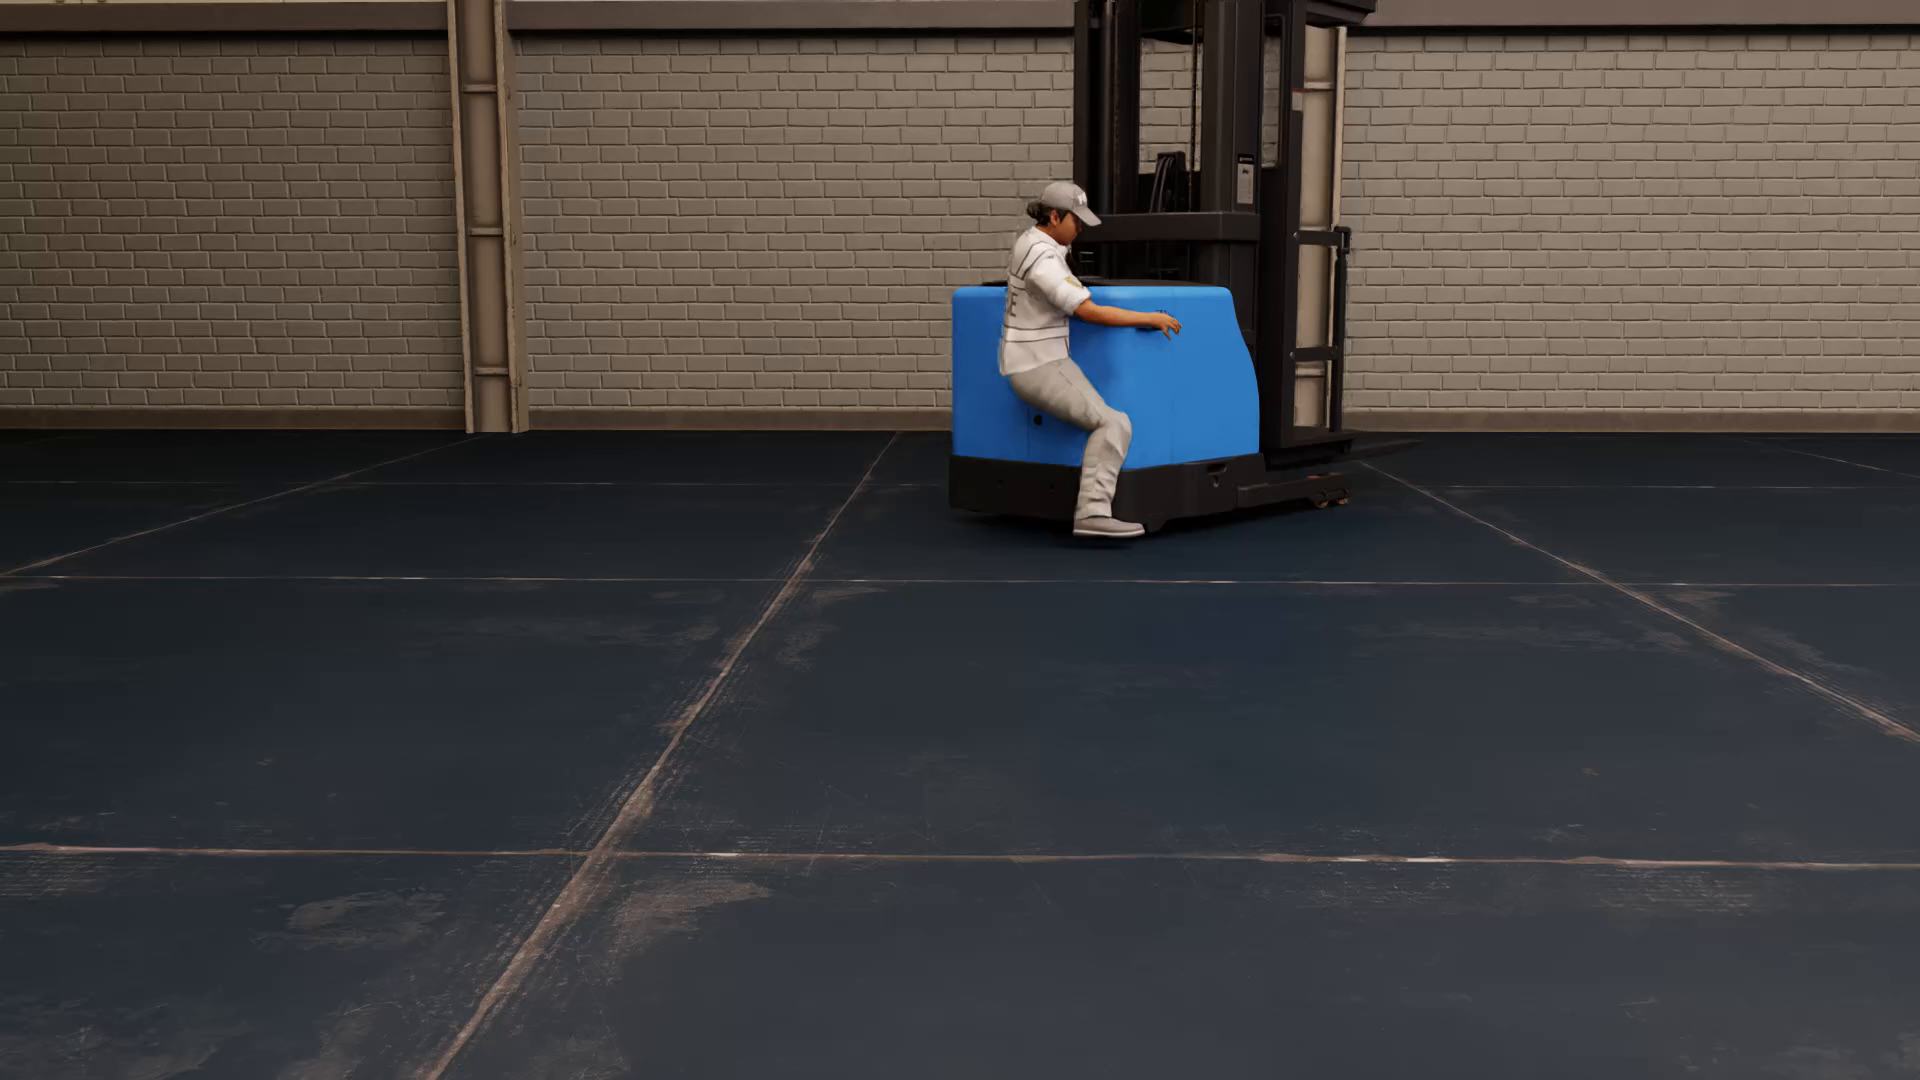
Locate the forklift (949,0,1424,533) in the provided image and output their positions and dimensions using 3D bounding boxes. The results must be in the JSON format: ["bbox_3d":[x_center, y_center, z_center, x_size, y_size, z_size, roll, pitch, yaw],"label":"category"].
[{"bbox_3d":[1.318,-1.648,8.210,1.130,2.935,3.031,8,12,42],"label":"forklift"}]

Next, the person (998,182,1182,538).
[{"bbox_3d":[0.548,-0.792,7.169,0.744,1.468,0.850,-1,9,-3],"label":"person"}]
